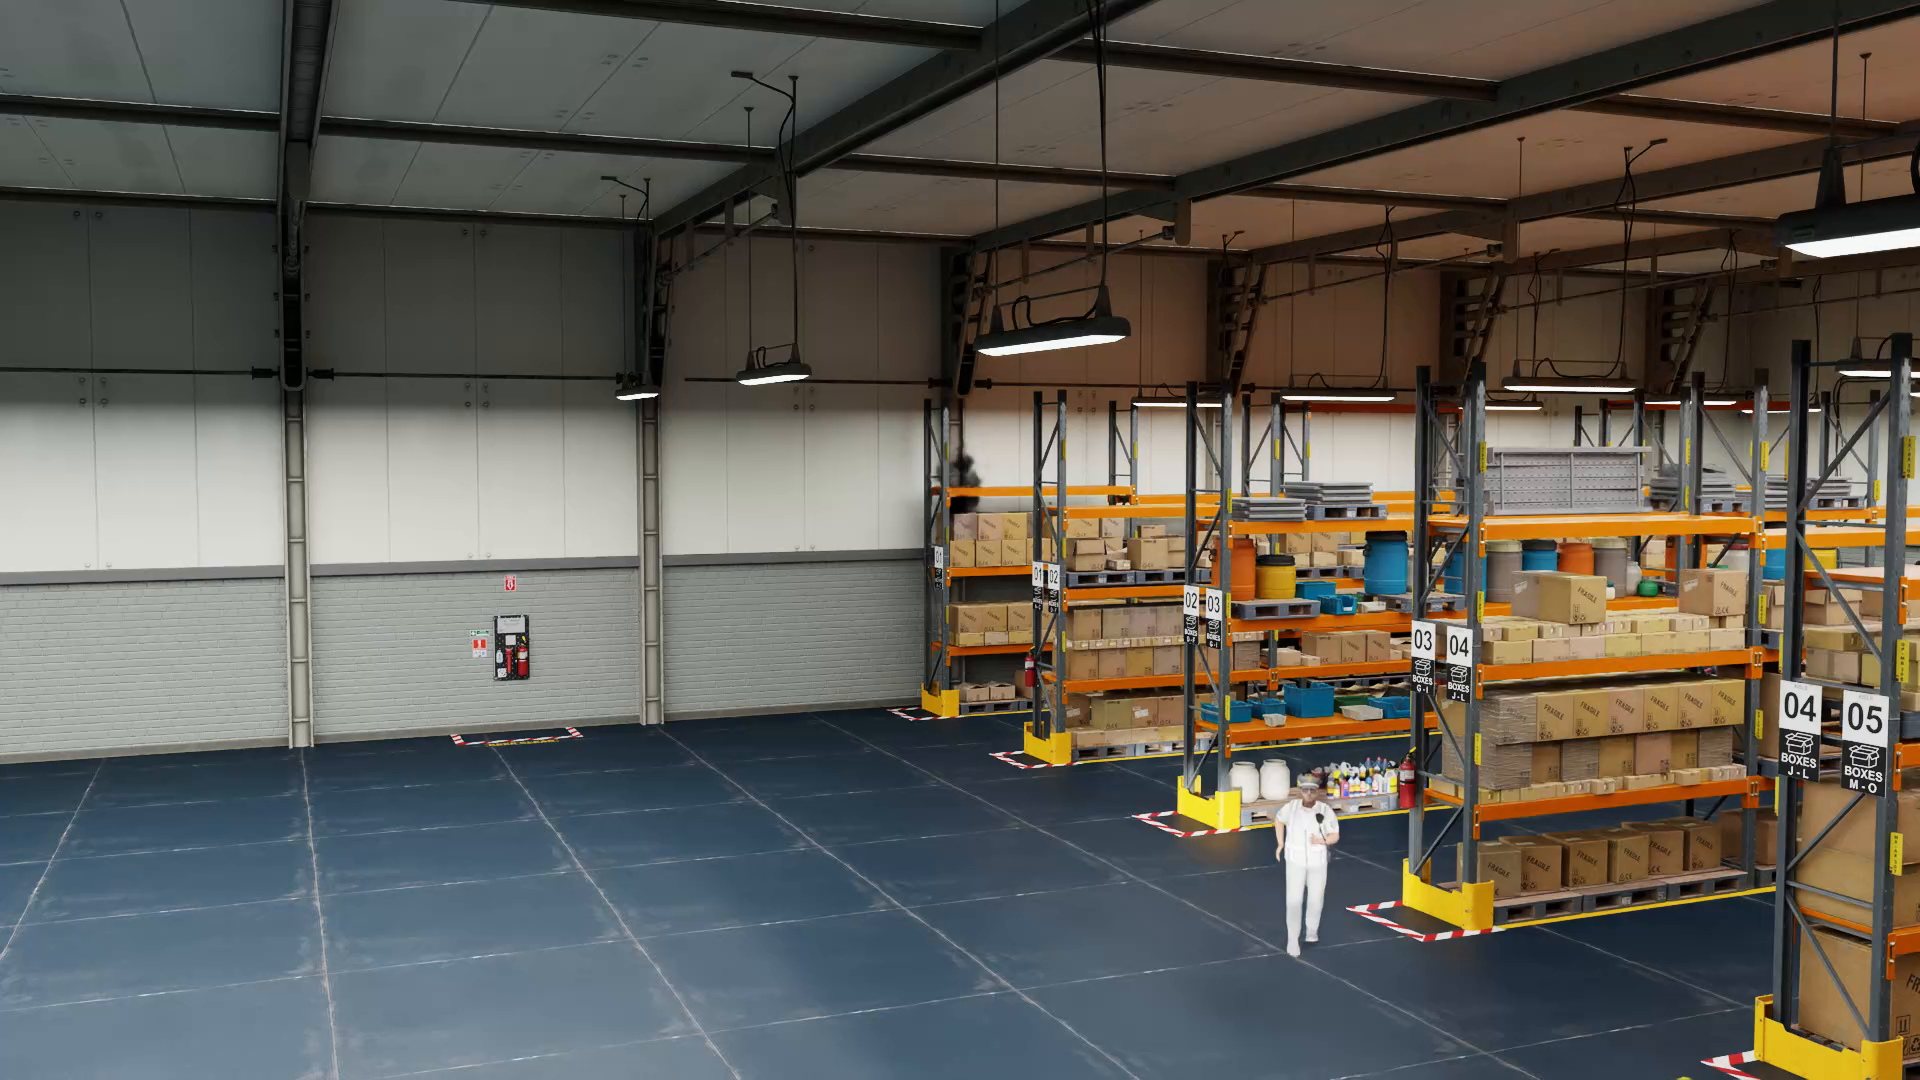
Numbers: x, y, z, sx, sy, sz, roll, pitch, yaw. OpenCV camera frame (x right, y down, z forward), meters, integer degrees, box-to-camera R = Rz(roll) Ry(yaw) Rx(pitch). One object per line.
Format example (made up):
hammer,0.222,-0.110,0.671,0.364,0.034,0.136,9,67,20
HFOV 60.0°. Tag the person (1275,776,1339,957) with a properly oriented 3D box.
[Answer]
person,3.516,3.296,16.857,0.632,1.844,0.733,1,3,10
